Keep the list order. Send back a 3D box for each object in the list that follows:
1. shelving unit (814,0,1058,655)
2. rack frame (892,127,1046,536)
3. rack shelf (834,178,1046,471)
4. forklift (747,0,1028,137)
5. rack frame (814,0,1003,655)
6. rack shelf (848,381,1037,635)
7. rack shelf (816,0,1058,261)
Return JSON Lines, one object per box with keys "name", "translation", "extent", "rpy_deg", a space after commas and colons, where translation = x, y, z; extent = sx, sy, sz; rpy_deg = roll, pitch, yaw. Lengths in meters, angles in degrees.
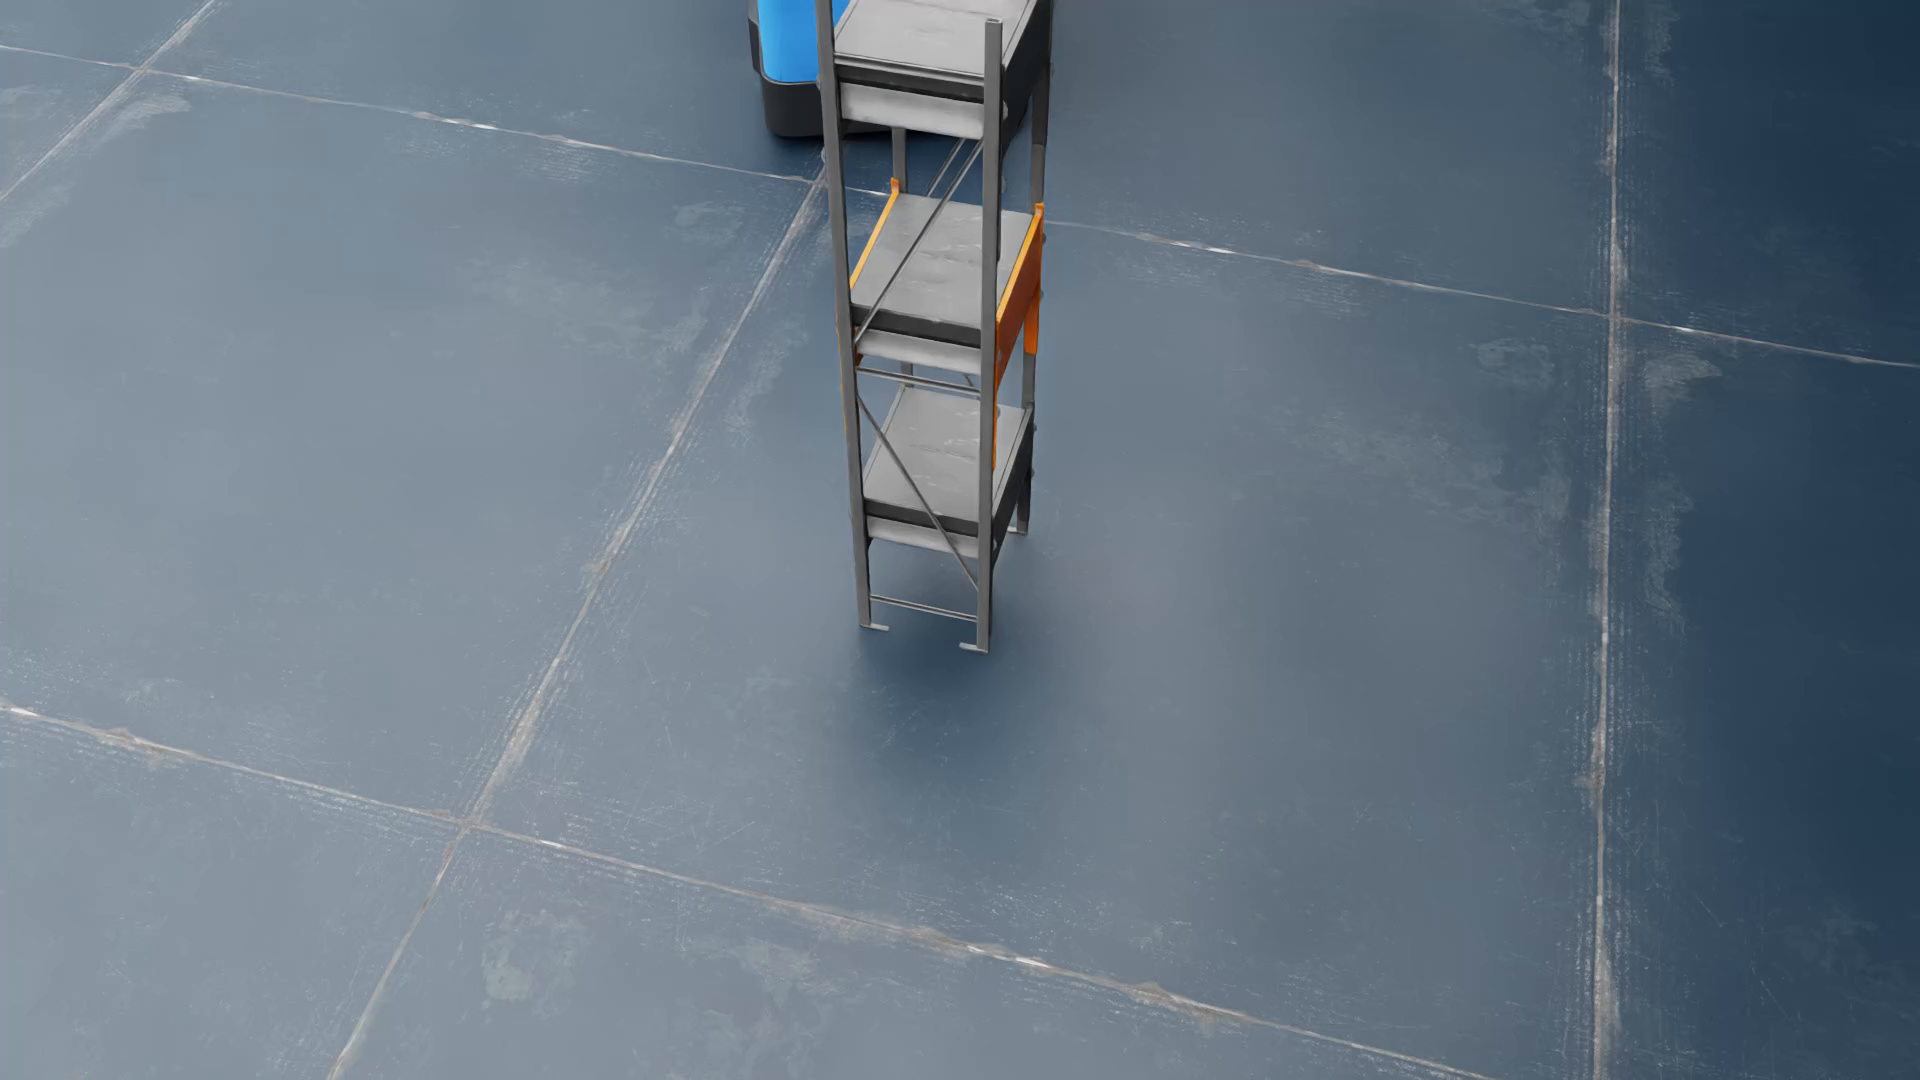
{"name": "shelving unit", "translation": [-0.044, -0.575, 4.357], "extent": [0.431, 2.100, 0.503], "rpy_deg": [12, 50, 10]}
{"name": "rack frame", "translation": [0.021, -0.752, 4.513], "extent": [0.400, 2.100, 0.015], "rpy_deg": [12, 50, 10]}
{"name": "rack shelf", "translation": [-0.044, -0.566, 4.367], "extent": [0.431, 0.518, 0.480], "rpy_deg": [12, 50, 10]}
{"name": "forklift", "translation": [-0.408, -3.675, 6.538], "extent": [1.130, 2.935, 3.031], "rpy_deg": [-5, 49, -4]}
{"name": "rack frame", "translation": [-0.108, -0.399, 4.201], "extent": [0.400, 2.100, 0.015], "rpy_deg": [12, 50, 10]}
{"name": "rack shelf", "translation": [-0.044, -0.103, 4.892], "extent": [0.431, 0.518, 0.480], "rpy_deg": [12, 50, 10]}
{"name": "rack shelf", "translation": [-0.044, -1.029, 3.842], "extent": [0.431, 0.518, 0.480], "rpy_deg": [12, 50, 10]}
